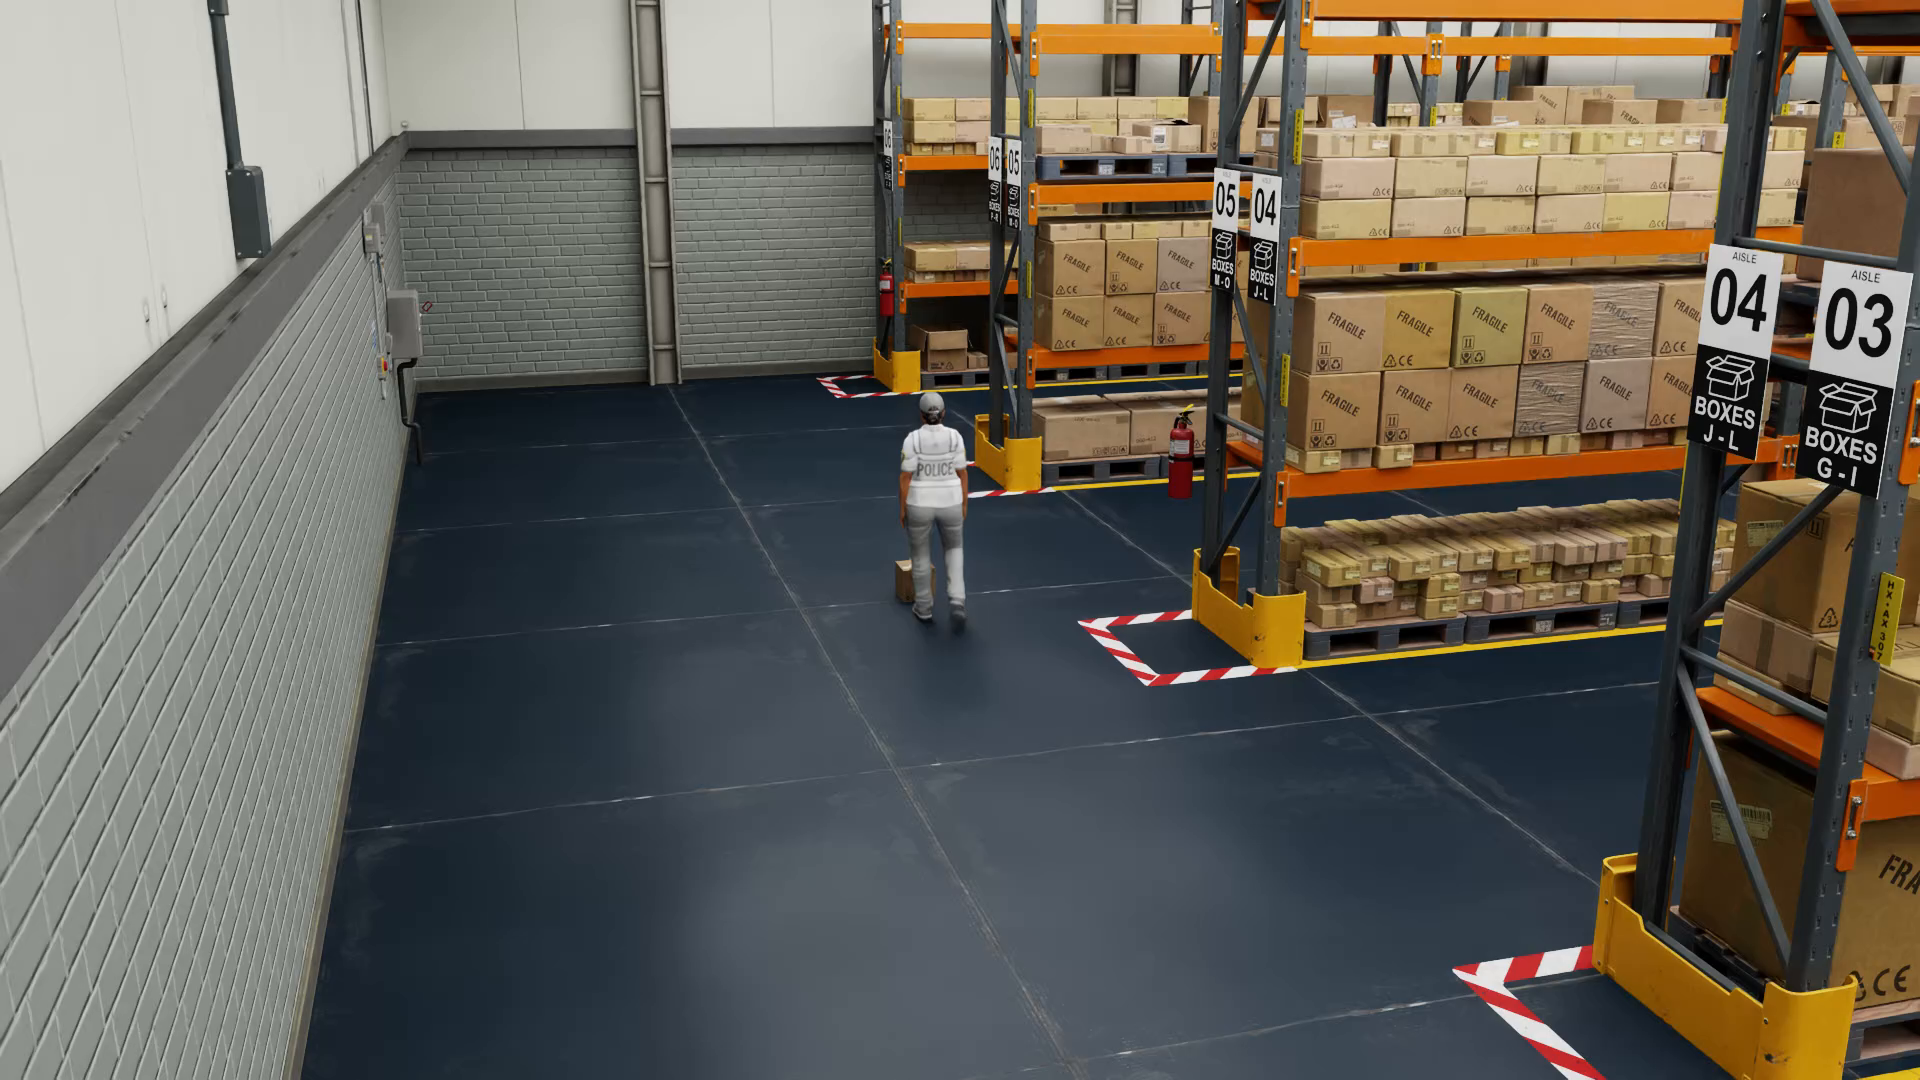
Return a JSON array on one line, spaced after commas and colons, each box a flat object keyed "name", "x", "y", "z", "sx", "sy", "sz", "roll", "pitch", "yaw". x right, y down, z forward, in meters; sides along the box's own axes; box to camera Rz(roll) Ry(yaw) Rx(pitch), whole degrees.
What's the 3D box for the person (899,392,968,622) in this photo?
[{"name": "person", "x": -0.190, "y": -0.224, "z": 11.794, "sx": 0.493, "sy": 1.677, "sz": 0.535, "roll": -3, "pitch": 16, "yaw": -10}]
